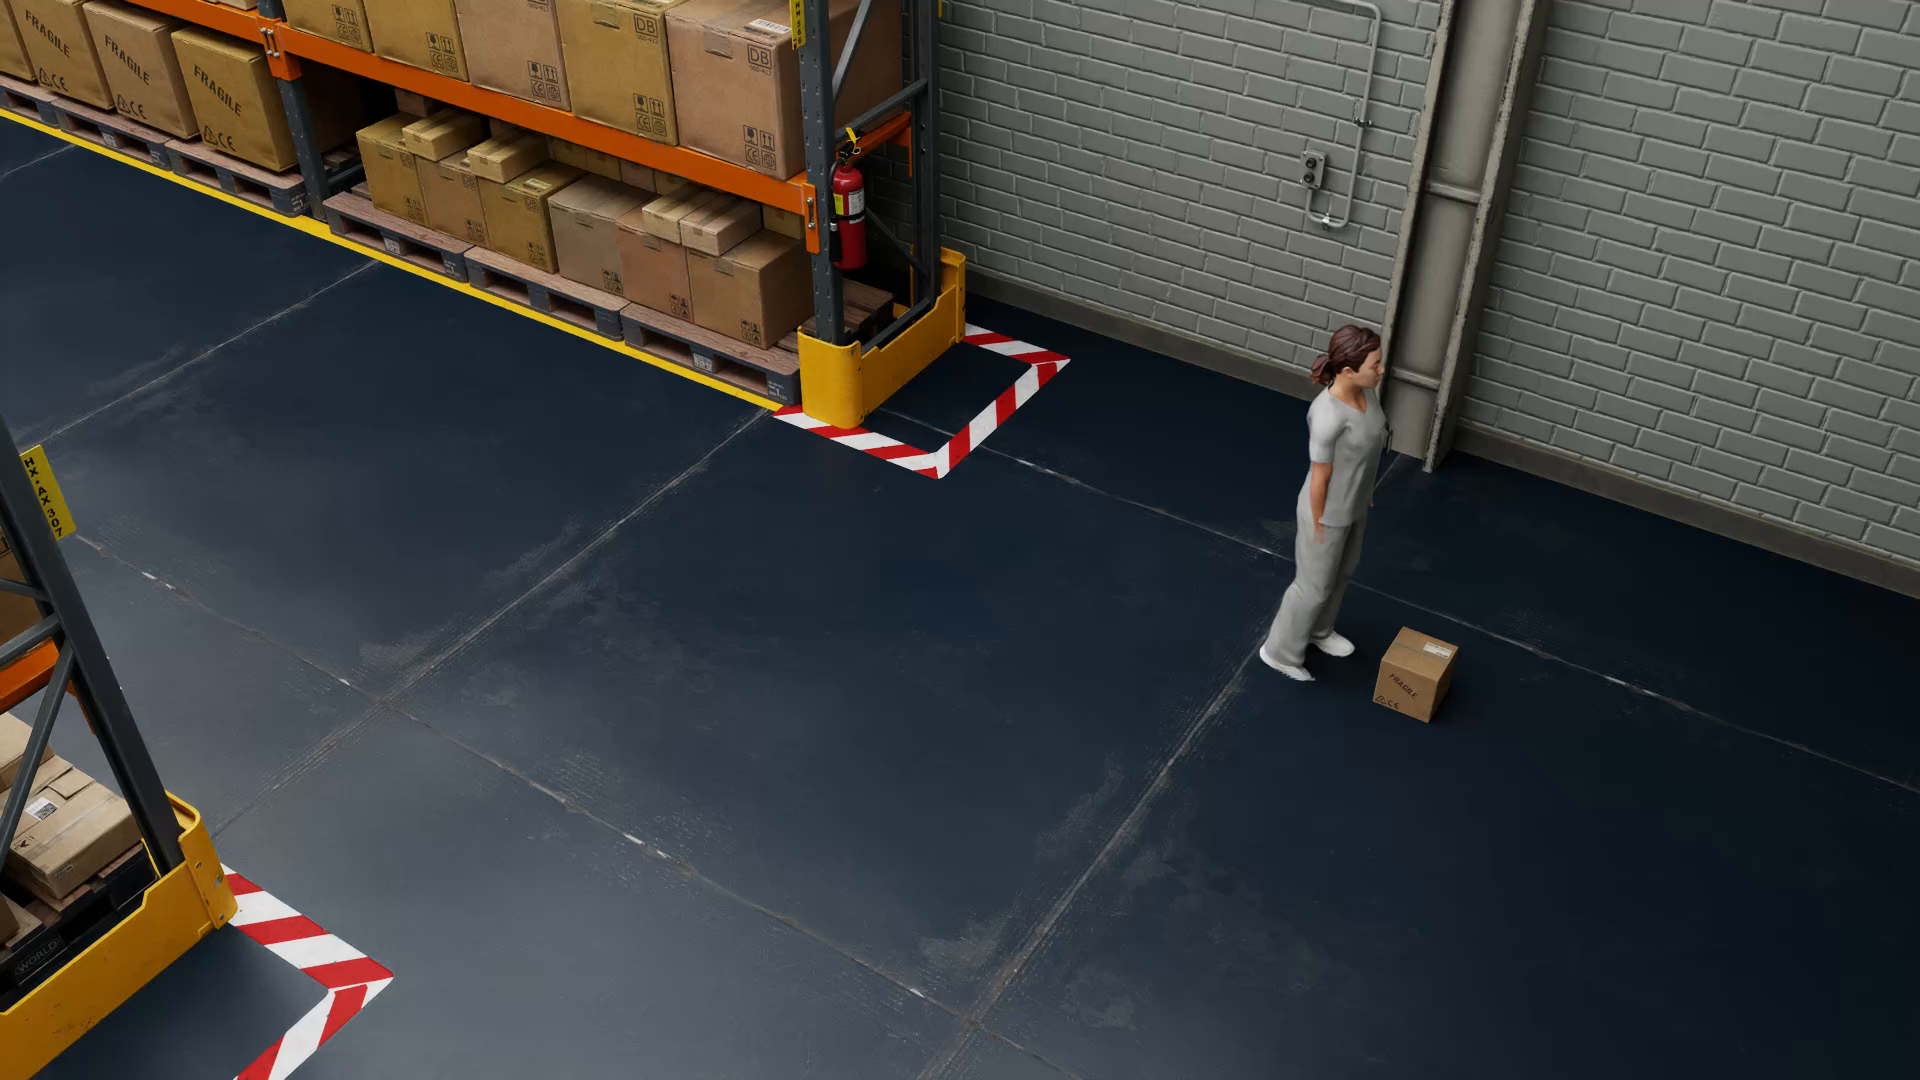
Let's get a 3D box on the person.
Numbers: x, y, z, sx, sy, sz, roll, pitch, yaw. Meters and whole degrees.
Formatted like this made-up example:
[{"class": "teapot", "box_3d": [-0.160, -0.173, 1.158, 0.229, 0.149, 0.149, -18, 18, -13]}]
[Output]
[{"class": "person", "box_3d": [1.540, -0.130, 6.892, 0.366, 1.717, 0.437, 23, 44, 26]}]
